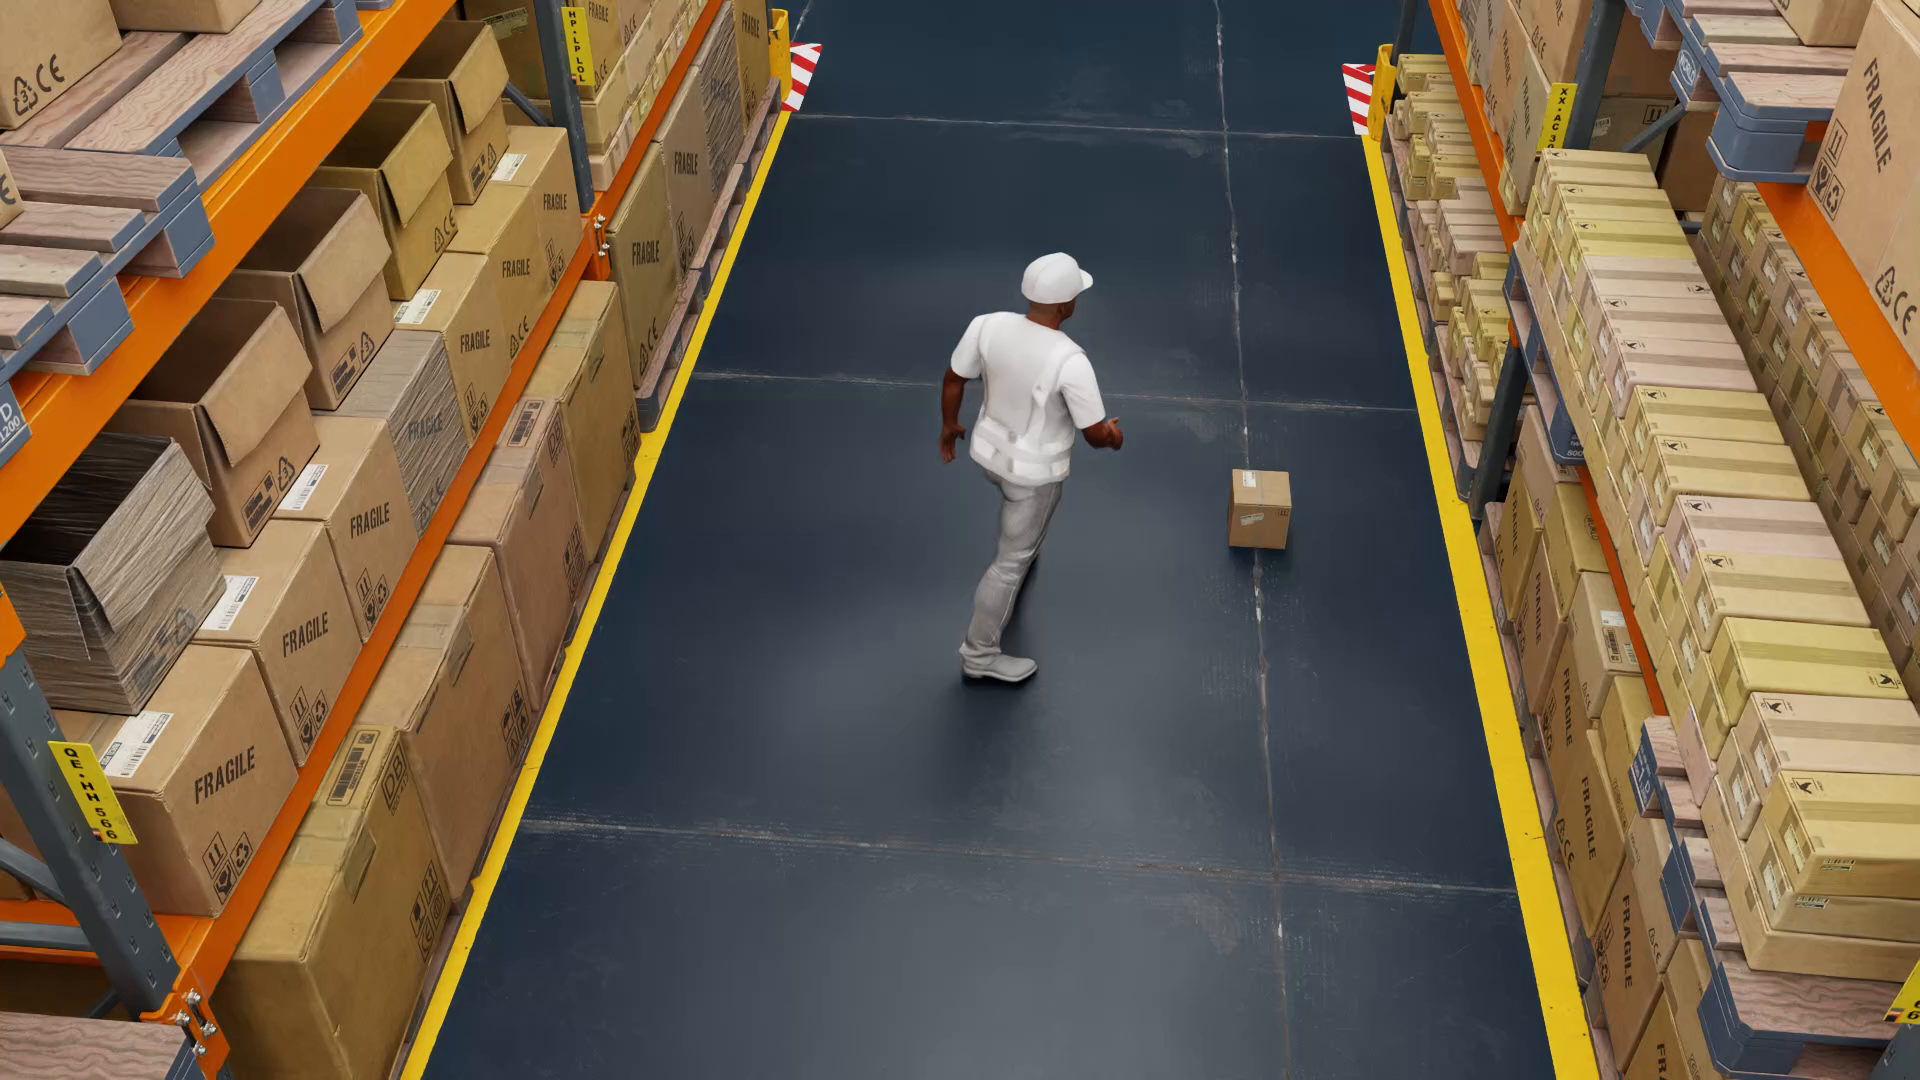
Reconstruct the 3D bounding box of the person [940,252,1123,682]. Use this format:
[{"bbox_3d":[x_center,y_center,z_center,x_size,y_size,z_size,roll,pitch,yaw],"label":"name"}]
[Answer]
[{"bbox_3d":[0.231,-0.324,6.558,0.827,1.715,0.702,-29,48,-30],"label":"person"}]
